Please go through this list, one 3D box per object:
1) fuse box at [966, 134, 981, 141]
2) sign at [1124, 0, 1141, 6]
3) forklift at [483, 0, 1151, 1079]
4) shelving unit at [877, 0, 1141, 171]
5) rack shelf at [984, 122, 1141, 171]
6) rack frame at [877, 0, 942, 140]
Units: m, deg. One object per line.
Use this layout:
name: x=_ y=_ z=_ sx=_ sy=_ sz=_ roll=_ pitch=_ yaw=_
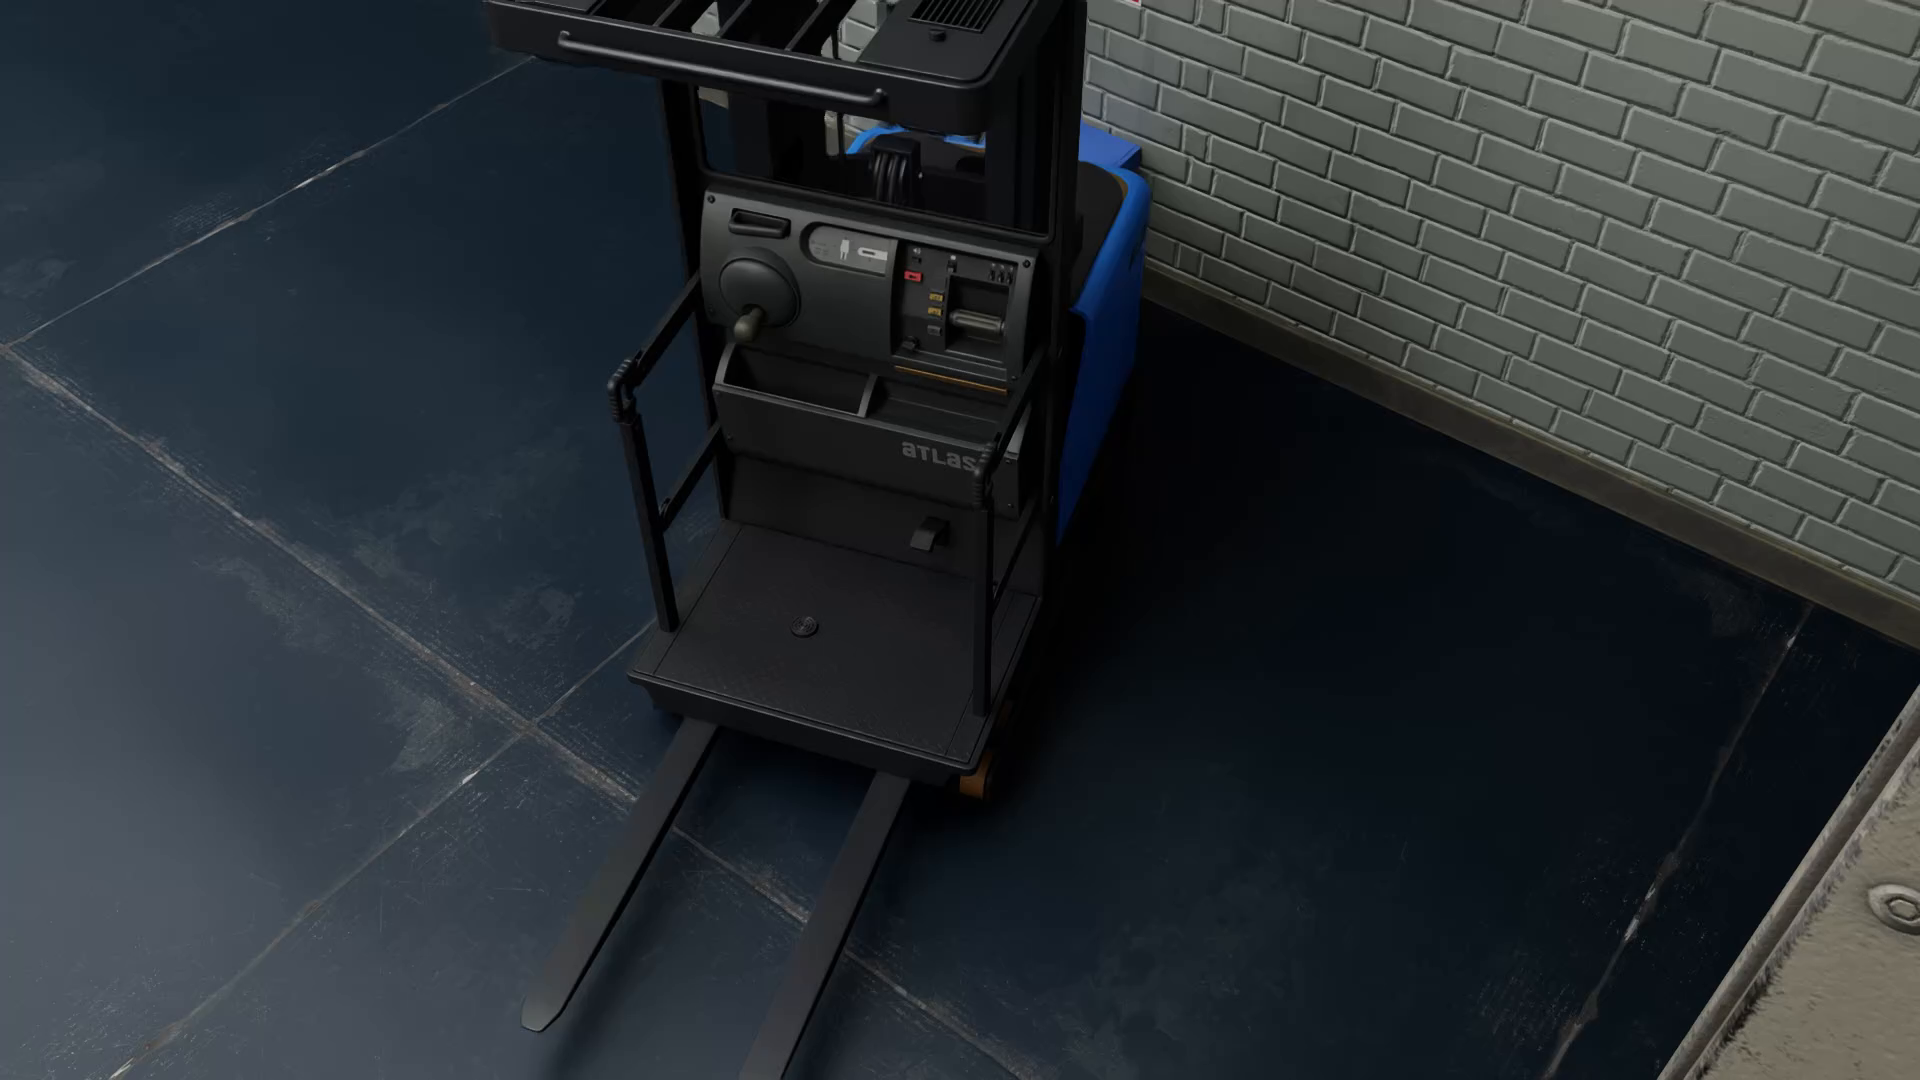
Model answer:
fuse box: x=-0.007 y=-1.819 z=6.304 sx=0.539 sy=1.711 sz=0.414 roll=29 pitch=53 yaw=25
sign: x=0.510 y=-2.131 z=5.777 sx=0.329 sy=0.494 sz=0.001 roll=29 pitch=53 yaw=25
forklift: x=-0.322 y=-0.573 z=4.271 sx=1.130 sy=2.935 sz=3.031 roll=14 pitch=48 yaw=13
shelving unit: x=0.220 y=-1.388 z=6.021 sx=0.538 sy=1.500 sz=1.048 roll=27 pitch=51 yaw=22
rack shelf: x=0.215 y=-1.262 z=6.150 sx=0.538 sy=0.185 sz=1.000 roll=27 pitch=51 yaw=22
rack frame: x=-0.068 y=-1.094 z=5.723 sx=0.500 sy=1.500 sz=0.032 roll=27 pitch=51 yaw=22
